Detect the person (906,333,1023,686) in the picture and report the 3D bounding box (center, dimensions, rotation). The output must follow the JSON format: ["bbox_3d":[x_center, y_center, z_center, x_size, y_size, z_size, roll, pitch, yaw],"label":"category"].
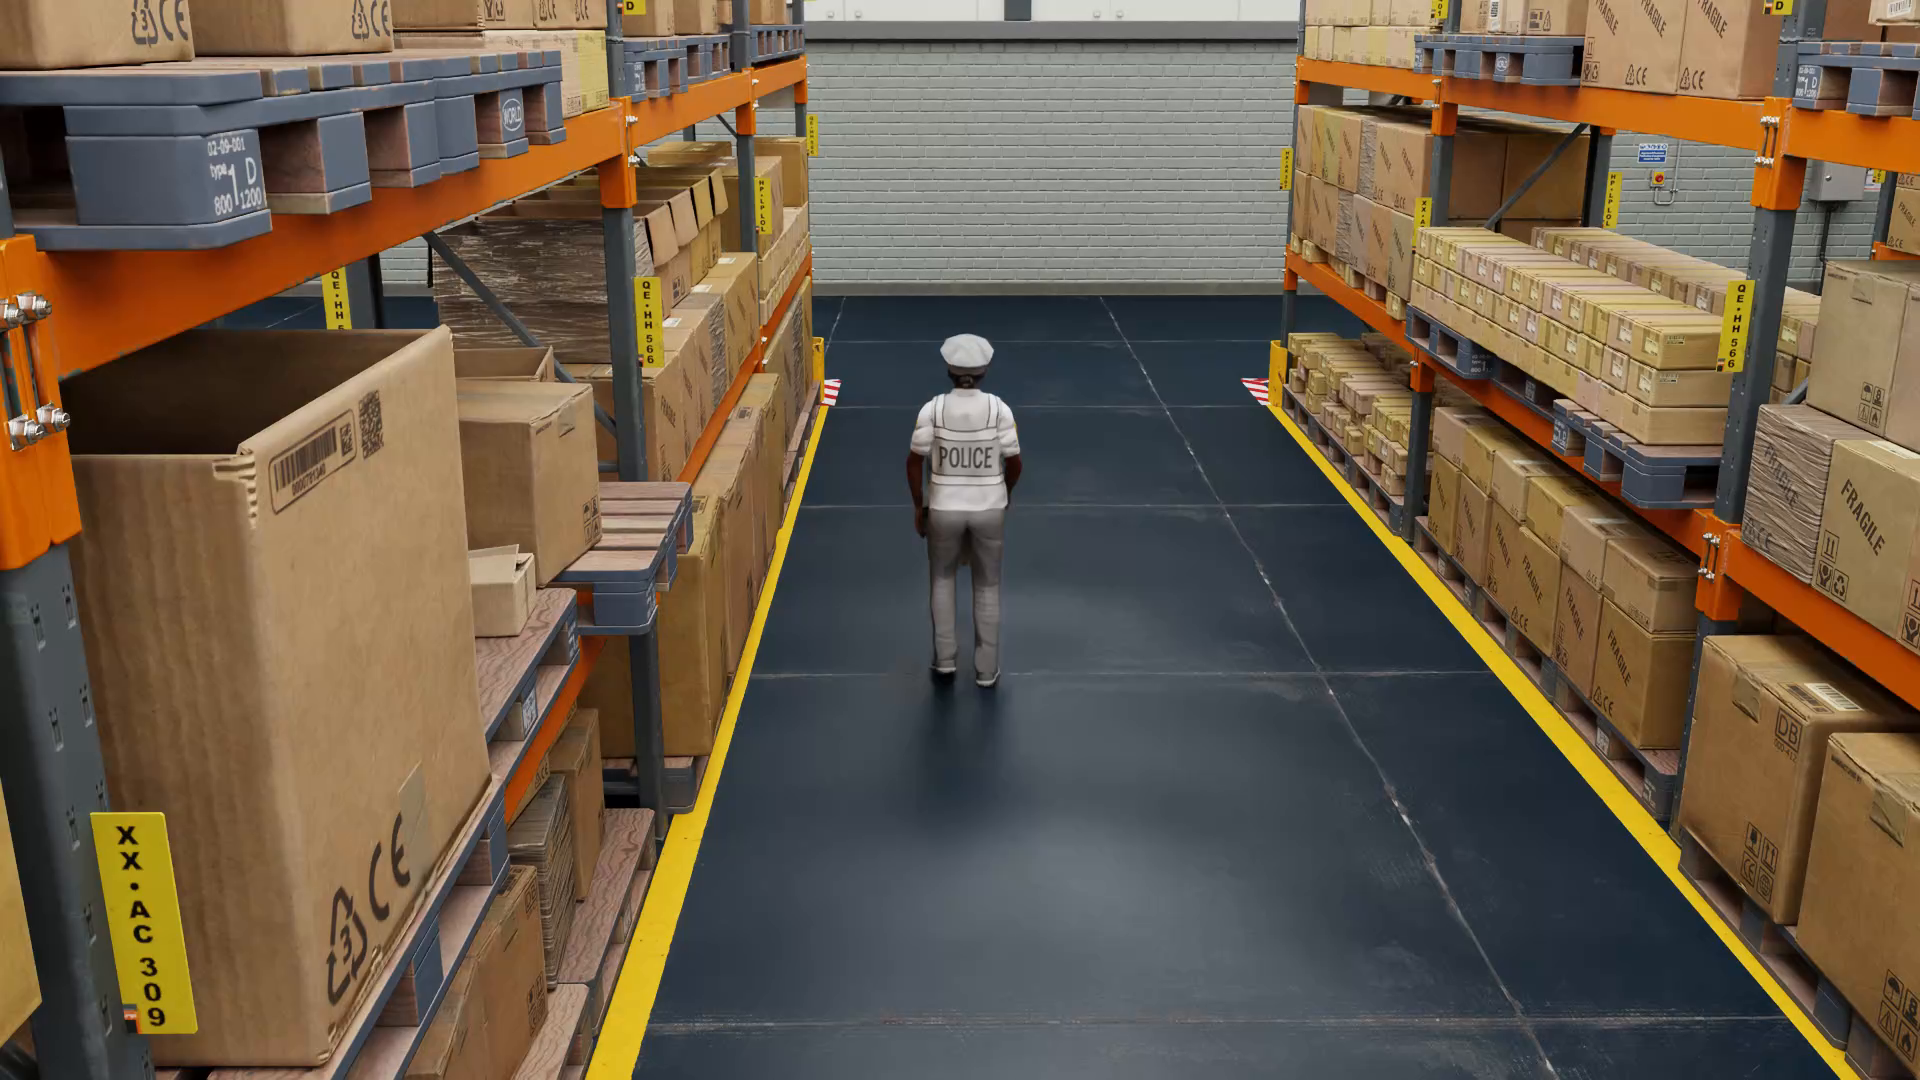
[{"bbox_3d":[0.023,-0.149,7.991,0.549,1.682,0.446,0,17,1],"label":"person"}]
